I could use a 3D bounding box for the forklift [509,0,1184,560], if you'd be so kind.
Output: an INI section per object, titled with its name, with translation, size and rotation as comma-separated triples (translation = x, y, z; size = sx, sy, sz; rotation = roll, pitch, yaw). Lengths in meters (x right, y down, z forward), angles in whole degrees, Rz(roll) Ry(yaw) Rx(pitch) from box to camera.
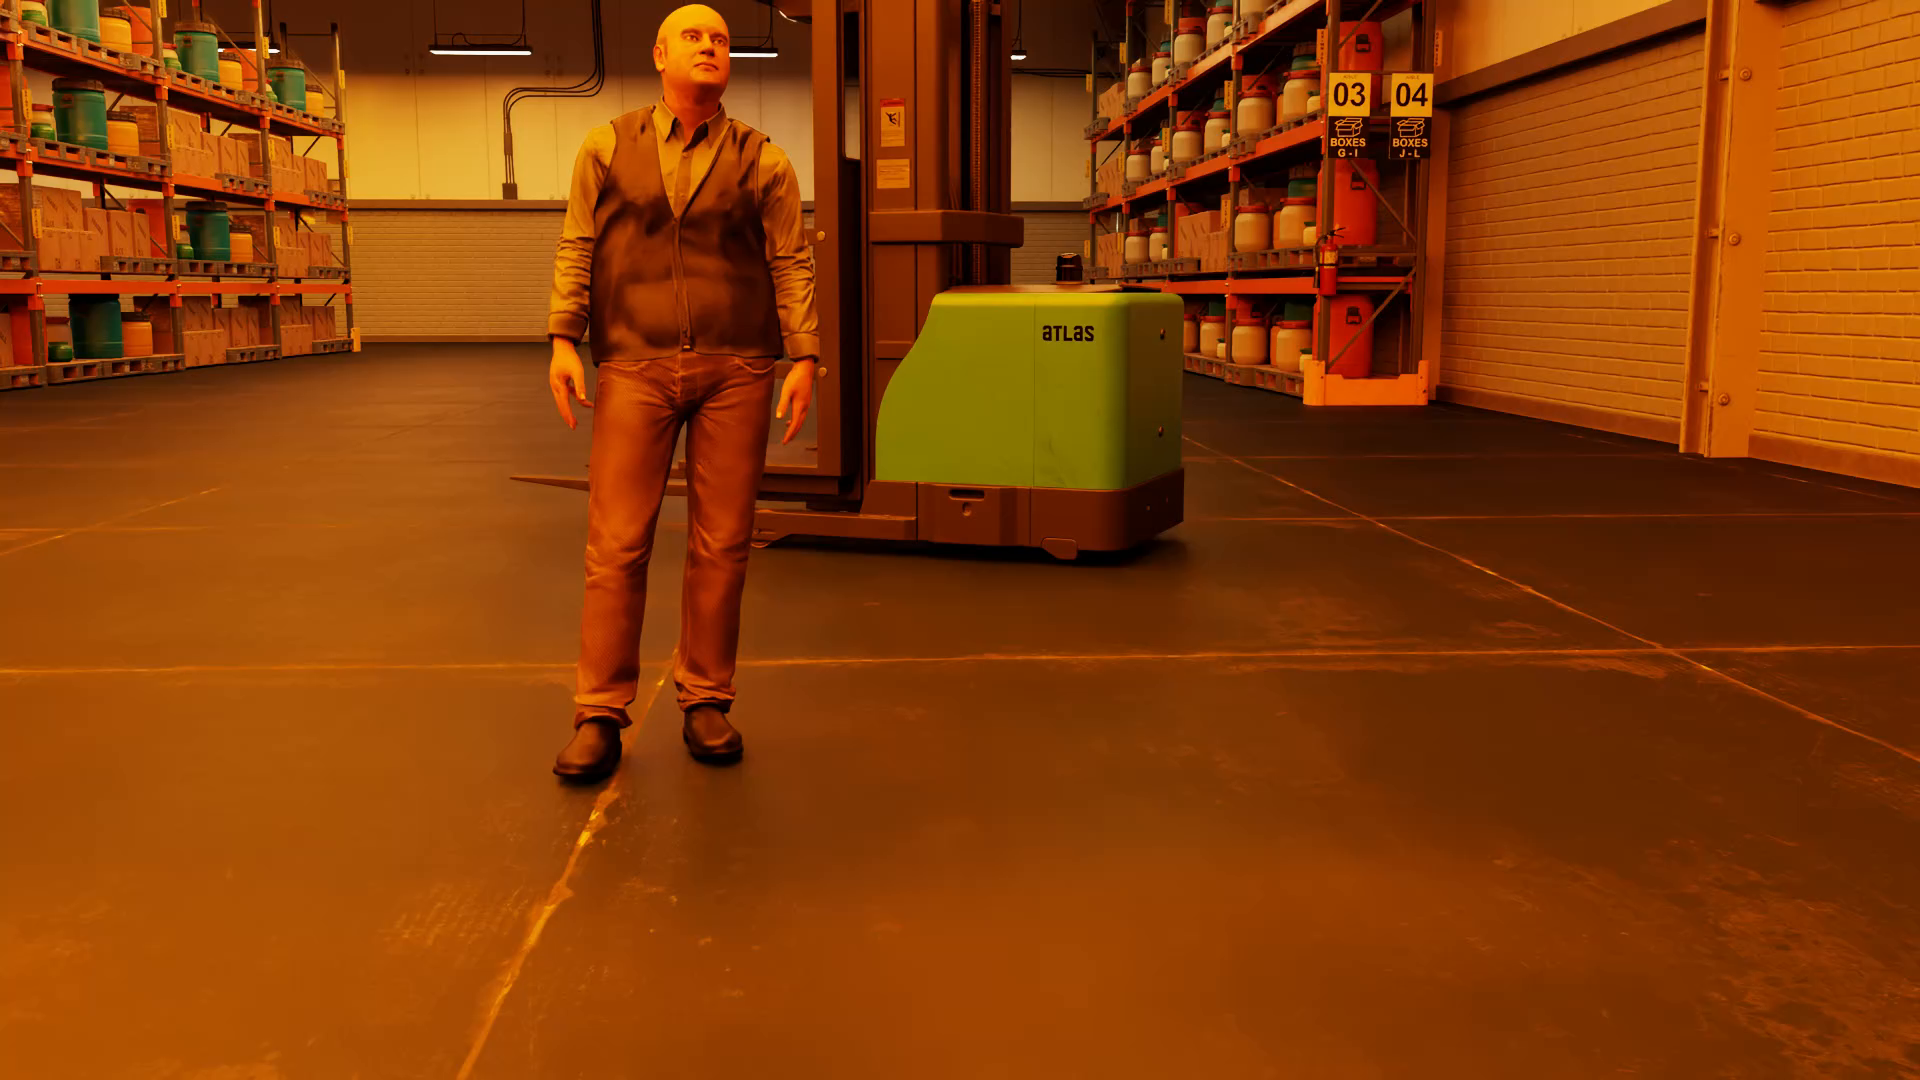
[forklift]
translation = -0.578, -1.484, 7.325
size = 3.031, 2.935, 1.130
rotation = 3, 9, 22

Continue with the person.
[person]
translation = -0.633, -0.361, 3.828
size = 0.631, 1.720, 0.568
rotation = -2, 9, -10
